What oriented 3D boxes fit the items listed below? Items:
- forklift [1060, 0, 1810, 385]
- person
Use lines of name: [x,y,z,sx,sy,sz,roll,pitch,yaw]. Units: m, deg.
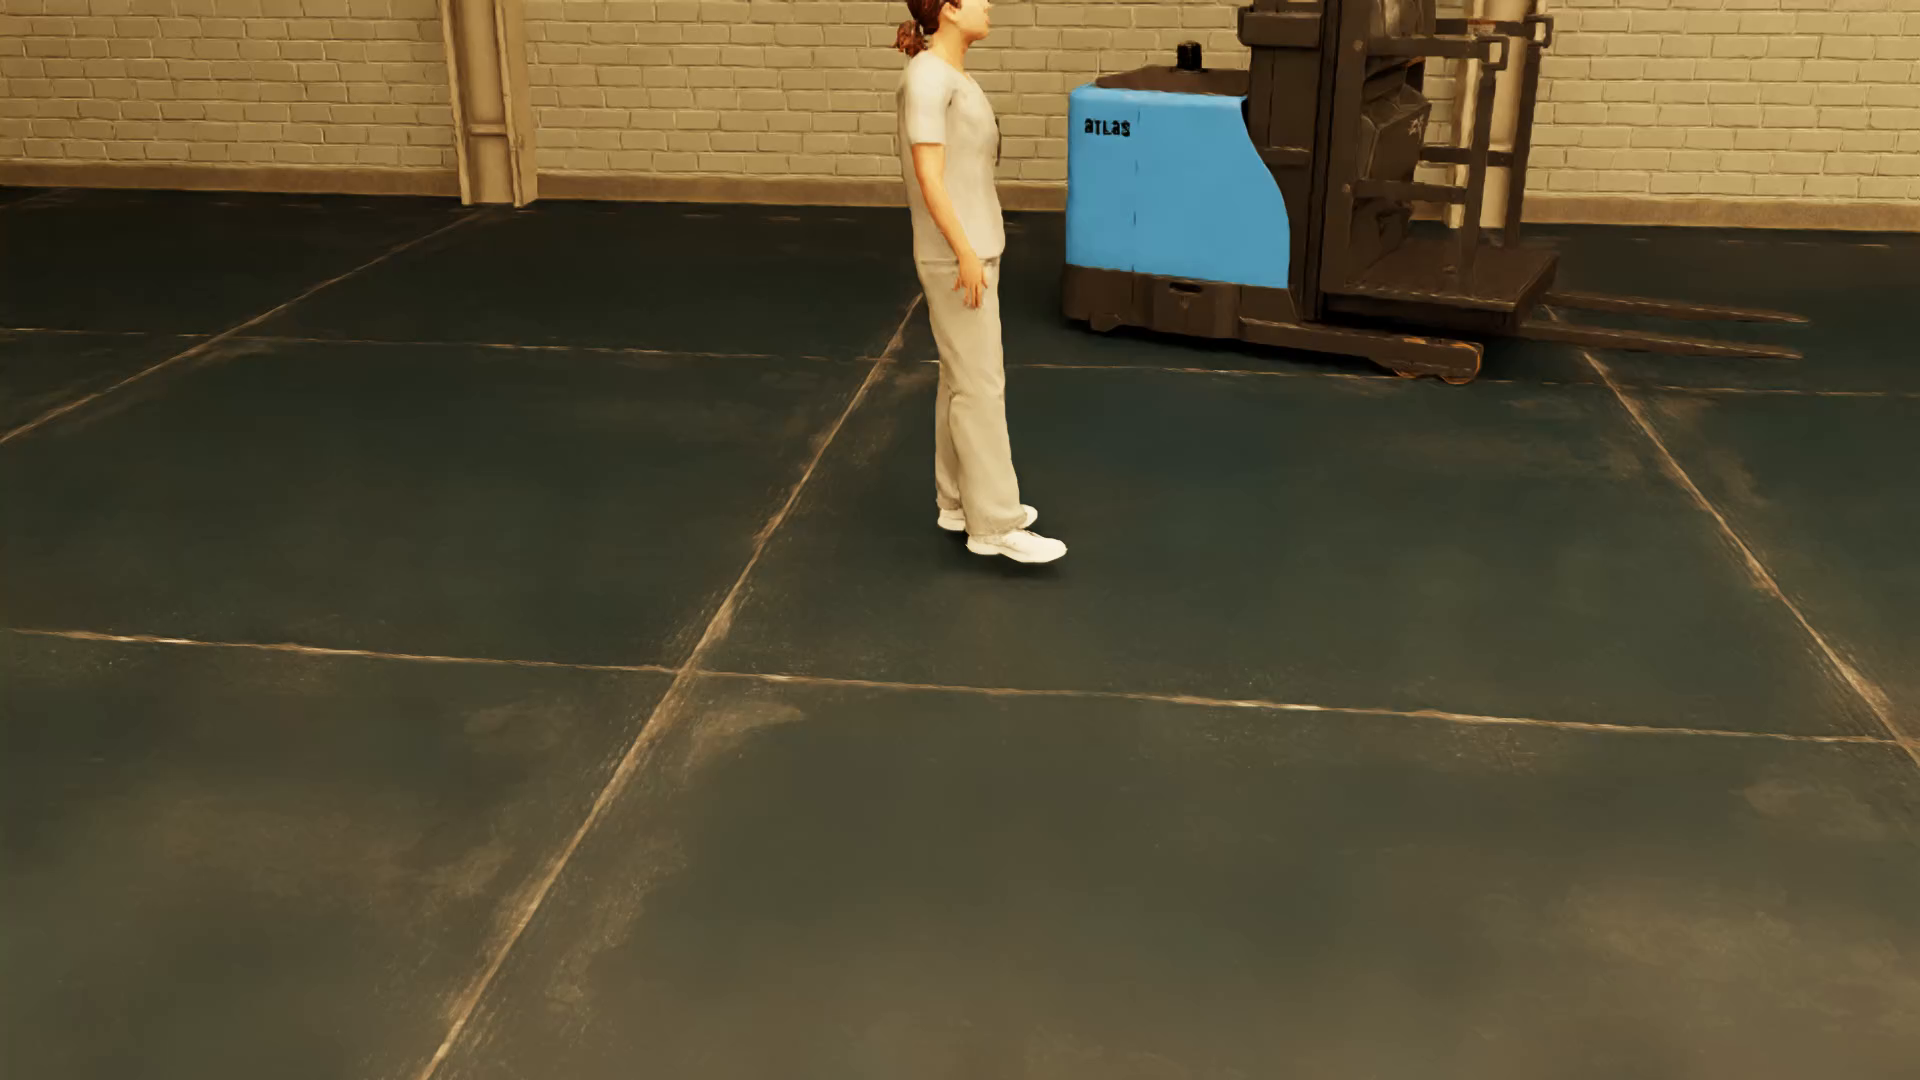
forklift: [2.004,-2.216,6.756,3.031,2.935,1.130,11,24,25]
person: [0.071,-0.813,4.826,0.549,1.673,0.550,3,22,7]
